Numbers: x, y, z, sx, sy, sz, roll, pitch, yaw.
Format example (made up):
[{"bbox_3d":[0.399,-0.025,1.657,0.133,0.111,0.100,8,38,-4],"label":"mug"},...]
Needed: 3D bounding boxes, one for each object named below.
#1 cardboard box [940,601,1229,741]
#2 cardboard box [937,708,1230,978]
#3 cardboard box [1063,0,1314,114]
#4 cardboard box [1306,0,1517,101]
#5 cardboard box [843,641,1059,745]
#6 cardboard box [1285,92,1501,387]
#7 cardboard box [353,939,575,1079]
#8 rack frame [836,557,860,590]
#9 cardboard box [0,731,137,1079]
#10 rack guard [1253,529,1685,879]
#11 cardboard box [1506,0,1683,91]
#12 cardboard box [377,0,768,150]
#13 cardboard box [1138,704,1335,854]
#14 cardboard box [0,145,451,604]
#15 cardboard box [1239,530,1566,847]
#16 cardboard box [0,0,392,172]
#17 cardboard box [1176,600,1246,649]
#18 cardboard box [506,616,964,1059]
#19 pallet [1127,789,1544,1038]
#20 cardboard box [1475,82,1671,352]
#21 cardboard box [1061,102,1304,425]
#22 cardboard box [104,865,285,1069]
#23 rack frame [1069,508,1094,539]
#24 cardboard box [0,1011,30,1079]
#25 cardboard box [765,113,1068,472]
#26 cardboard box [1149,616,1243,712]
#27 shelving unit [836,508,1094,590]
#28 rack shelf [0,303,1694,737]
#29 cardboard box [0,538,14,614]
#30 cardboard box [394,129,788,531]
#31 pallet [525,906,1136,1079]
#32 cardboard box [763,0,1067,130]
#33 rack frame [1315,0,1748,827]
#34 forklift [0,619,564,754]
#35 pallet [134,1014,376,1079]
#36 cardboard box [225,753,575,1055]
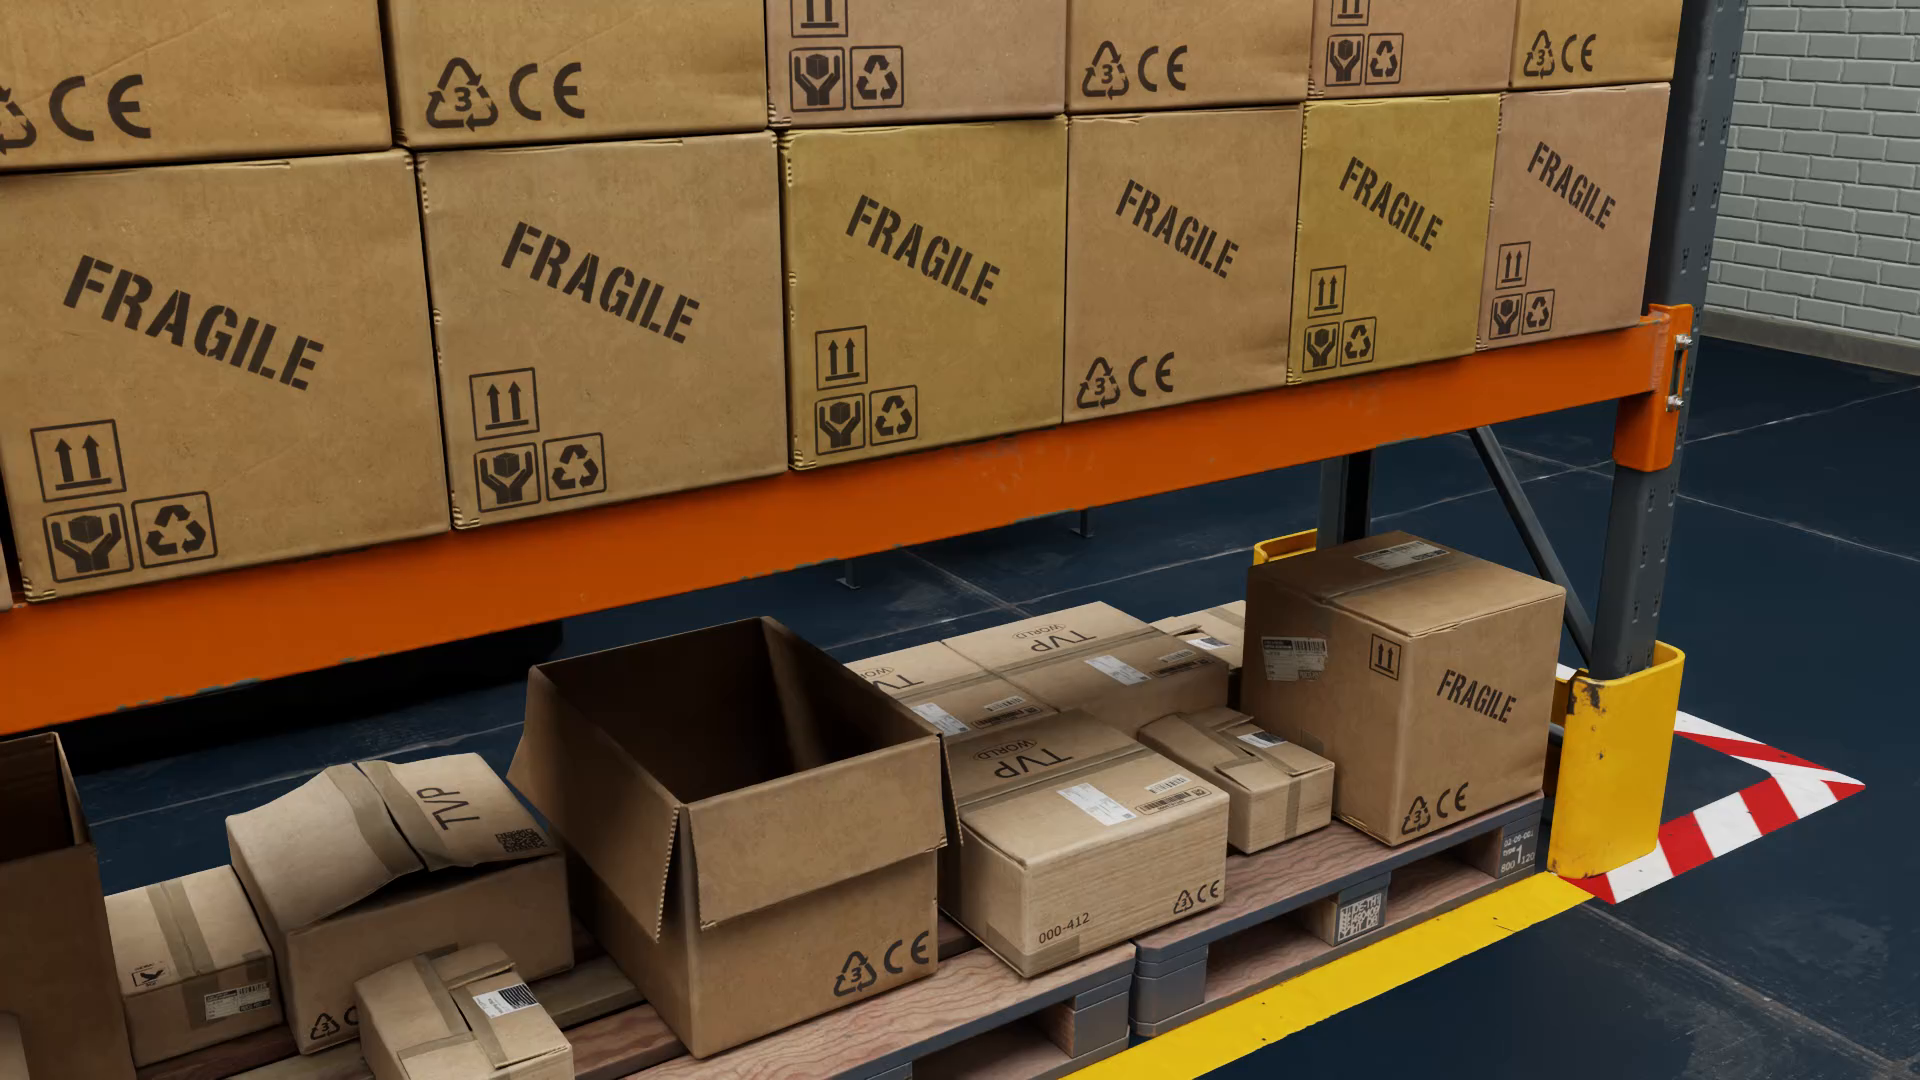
[{"bbox_3d":[0.294,0.384,4.031,0.500,0.250,0.500,-12,22,-31],"label":"cardboard box"},{"bbox_3d":[0.193,0.597,3.401,0.500,0.250,0.500,-12,22,-31],"label":"cardboard box"},{"bbox_3d":[0.249,-1.005,2.817,0.500,0.500,0.500,-11,22,-30],"label":"cardboard box"},{"bbox_3d":[0.680,-1.098,3.091,0.500,0.500,0.500,-11,22,-30],"label":"cardboard box"},{"bbox_3d":[-0.124,0.472,3.771,0.500,0.250,0.500,-12,22,-31],"label":"cardboard box"},{"bbox_3d":[0.666,-0.621,3.243,0.500,0.500,0.500,-12,22,-31],"label":"cardboard box"},{"bbox_3d":[-0.833,0.849,2.786,0.250,0.166,0.380,-12,22,-31],"label":"cardboard box"},{"bbox_3d":[-0.496,-0.606,5.695,0.032,1.500,0.500,-12,22,-31],"label":"rack frame"},{"bbox_3d":[-1.699,0.686,2.748,0.500,0.500,0.500,-12,22,-31],"label":"cardboard box"},{"bbox_3d":[1.258,0.380,4.342,0.348,0.500,1.175,-12,22,-31],"label":"rack guard"},{"bbox_3d":[1.101,-1.187,3.355,0.500,0.500,0.500,-12,22,-32],"label":"cardboard box"},{"bbox_3d":[-0.611,-0.824,2.280,0.500,0.500,0.500,-13,22,-33],"label":"cardboard box"},{"bbox_3d":[0.615,0.525,3.746,0.250,0.166,0.380,-12,22,-31],"label":"cardboard box"},{"bbox_3d":[-1.018,-0.269,2.200,0.500,0.500,0.500,-11,22,-30],"label":"cardboard box"},{"bbox_3d":[1.003,0.319,3.832,0.500,0.500,0.500,-12,22,-31],"label":"cardboard box"},{"bbox_3d":[-1.040,-0.733,2.013,0.500,0.500,0.500,-13,22,-33],"label":"cardboard box"},{"bbox_3d":[0.783,0.306,4.421,0.250,0.149,0.380,-12,22,-31],"label":"cardboard box"},{"bbox_3d":[-0.453,0.528,3.209,0.637,0.503,0.797,-12,22,-31],"label":"cardboard box"},{"bbox_3d":[0.593,0.657,3.972,1.213,0.211,1.003,-12,22,-31],"label":"pallet"},{"bbox_3d":[1.097,-0.714,3.516,0.500,0.500,0.500,-11,22,-30],"label":"cardboard box"},{"bbox_3d":[0.246,-0.535,2.987,0.500,0.500,0.500,-12,22,-31],"label":"cardboard box"},{"bbox_3d":[-1.419,0.770,3.047,0.250,0.149,0.380,-12,22,-31],"label":"cardboard box"},{"bbox_3d":[0.353,-0.785,6.225,0.032,1.500,0.500,-12,22,-31],"label":"rack frame"},{"bbox_3d":[-1.550,0.936,2.304,0.500,0.311,0.500,-12,22,-31],"label":"cardboard box"},{"bbox_3d":[-0.175,-0.446,2.725,0.500,0.500,0.500,-12,22,-32],"label":"cardboard box"},{"bbox_3d":[0.574,0.342,4.288,0.250,0.166,0.380,-12,22,-31],"label":"cardboard box"},{"bbox_3d":[-0.071,-0.695,5.960,1.048,1.500,0.538,-12,22,-31],"label":"shelving unit"},{"bbox_3d":[-0.349,-0.125,3.054,4.000,0.370,1.077,-12,22,-31],"label":"rack shelf"},{"bbox_3d":[-1.444,-0.178,1.931,0.500,0.500,0.500,-11,22,-30],"label":"cardboard box"},{"bbox_3d":[-0.599,-0.356,2.459,0.500,0.500,0.500,-12,22,-32],"label":"cardboard box"},{"bbox_3d":[-0.425,0.871,3.340,1.213,0.211,1.003,-12,22,-31],"label":"pallet"},{"bbox_3d":[-0.180,-0.915,2.550,0.500,0.500,0.500,-11,22,-30],"label":"cardboard box"},{"bbox_3d":[1.322,-0.818,3.981,0.127,3.000,1.000,-12,22,-31],"label":"rack frame"},{"bbox_3d":[-2.747,-0.891,4.304,3.031,2.935,1.130,-11,21,-29],"label":"forklift"},{"bbox_3d":[-1.445,1.087,2.700,1.213,0.211,1.003,-12,22,-31],"label":"pallet"},{"bbox_3d":[-1.073,0.644,3.169,0.500,0.311,0.500,-12,22,-31],"label":"cardboard box"}]
